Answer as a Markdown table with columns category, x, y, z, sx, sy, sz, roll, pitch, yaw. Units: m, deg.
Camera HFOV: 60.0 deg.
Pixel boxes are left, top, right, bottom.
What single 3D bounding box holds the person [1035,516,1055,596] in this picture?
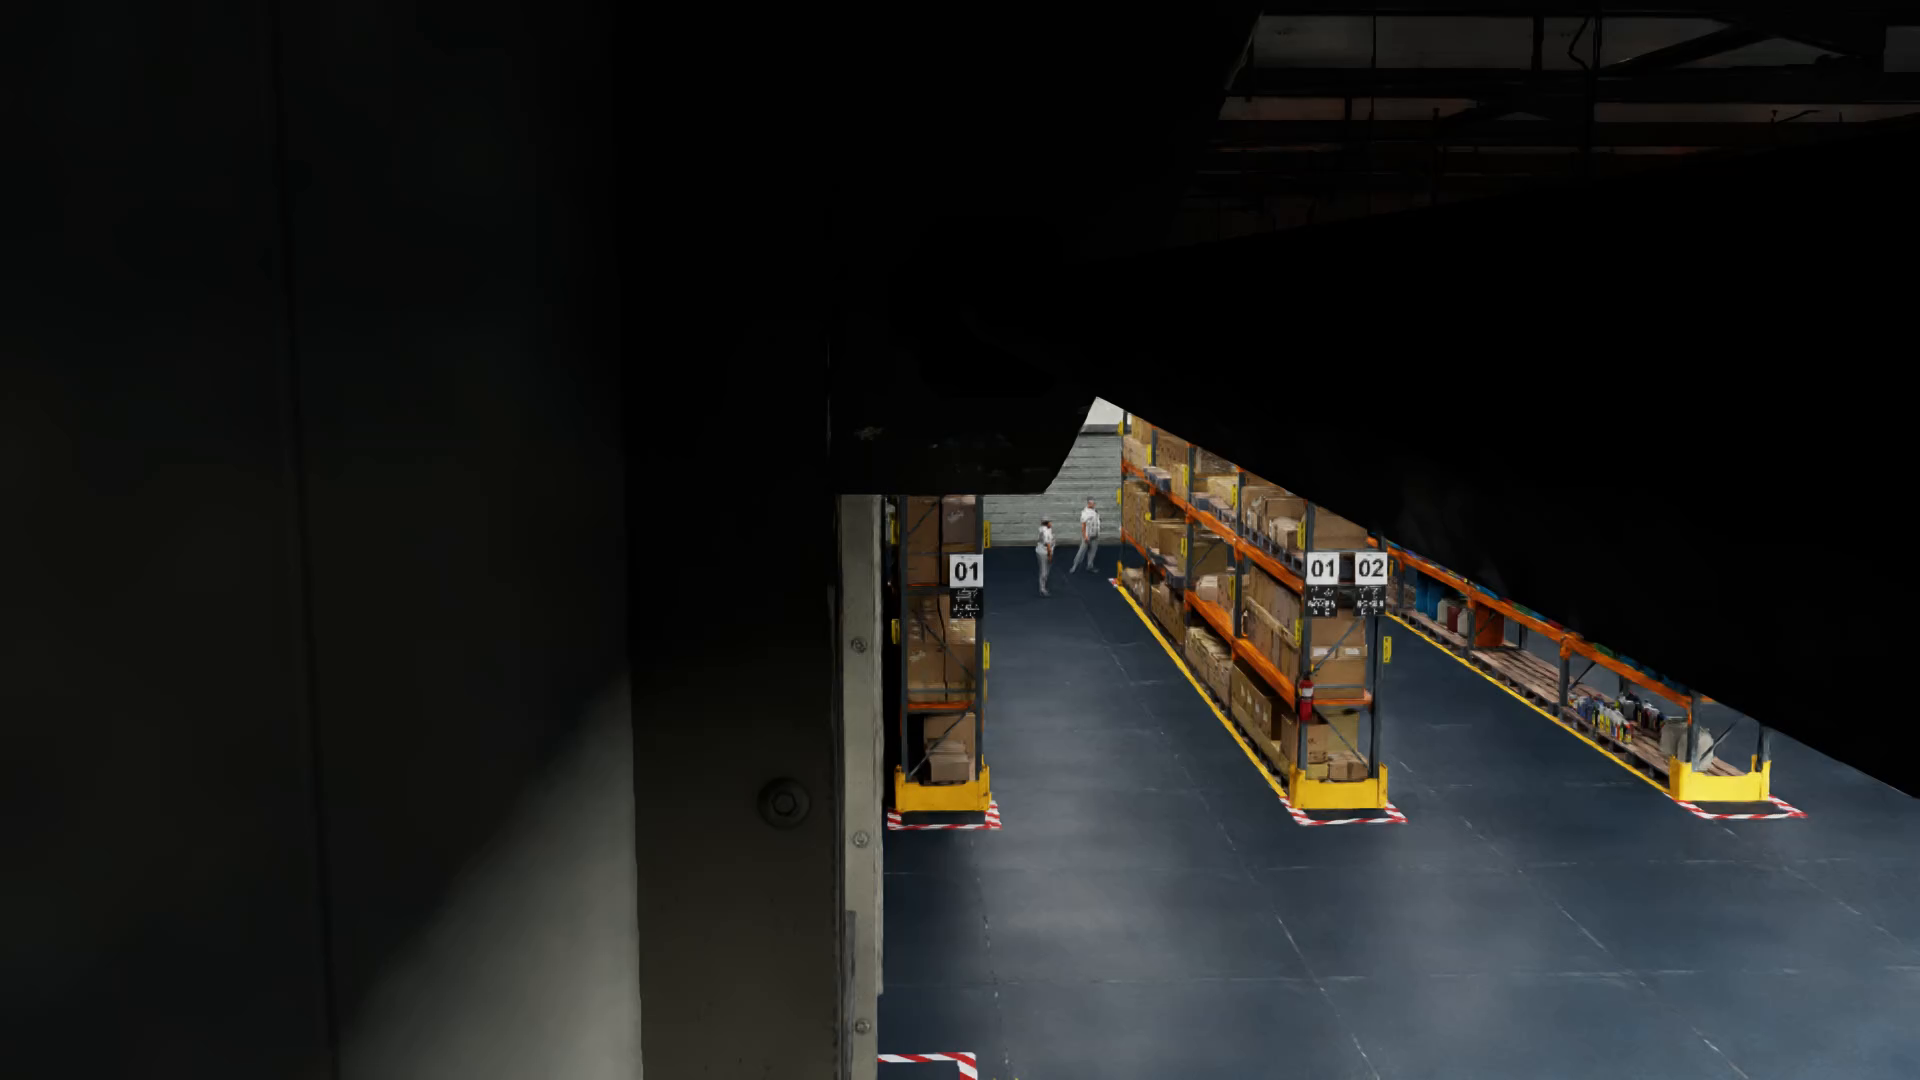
| category | x | y | z | sx | sy | sz | roll | pitch | yaw |
| --- | --- | --- | --- | --- | --- | --- | --- | --- | --- |
| person | 1.803 | 0.312 | 35.202 | 0.390 | 1.664 | 0.611 | -2 | 9 | -15 |

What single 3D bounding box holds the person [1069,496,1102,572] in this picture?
| category | x | y | z | sx | sy | sz | roll | pitch | yaw |
| --- | --- | --- | --- | --- | --- | --- | --- | --- | --- |
| person | 2.855 | -0.128 | 38.008 | 0.524 | 1.748 | 0.735 | 7 | 11 | 41 |
